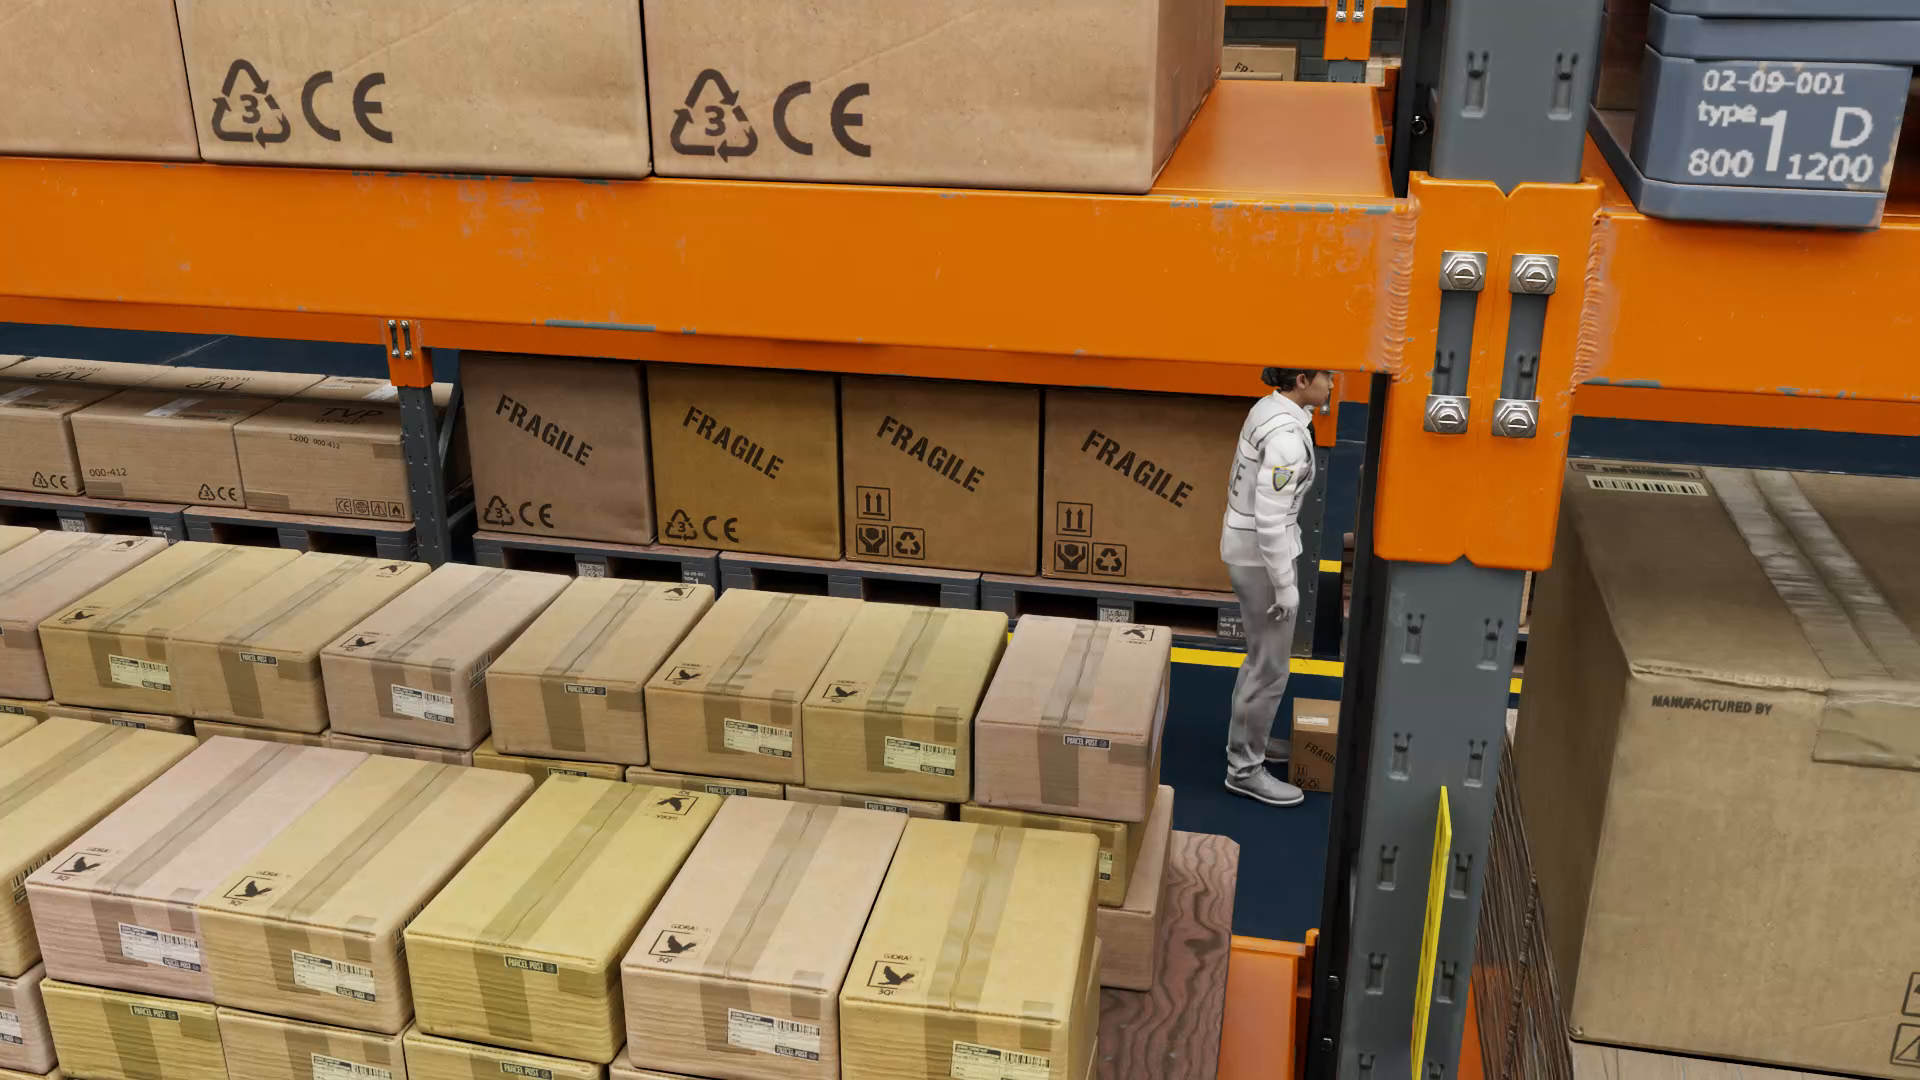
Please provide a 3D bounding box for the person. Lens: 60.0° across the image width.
[{"bbox_3d":[1.105,0.078,5.881,0.369,1.667,0.547,3,22,8],"label":"person"}]
